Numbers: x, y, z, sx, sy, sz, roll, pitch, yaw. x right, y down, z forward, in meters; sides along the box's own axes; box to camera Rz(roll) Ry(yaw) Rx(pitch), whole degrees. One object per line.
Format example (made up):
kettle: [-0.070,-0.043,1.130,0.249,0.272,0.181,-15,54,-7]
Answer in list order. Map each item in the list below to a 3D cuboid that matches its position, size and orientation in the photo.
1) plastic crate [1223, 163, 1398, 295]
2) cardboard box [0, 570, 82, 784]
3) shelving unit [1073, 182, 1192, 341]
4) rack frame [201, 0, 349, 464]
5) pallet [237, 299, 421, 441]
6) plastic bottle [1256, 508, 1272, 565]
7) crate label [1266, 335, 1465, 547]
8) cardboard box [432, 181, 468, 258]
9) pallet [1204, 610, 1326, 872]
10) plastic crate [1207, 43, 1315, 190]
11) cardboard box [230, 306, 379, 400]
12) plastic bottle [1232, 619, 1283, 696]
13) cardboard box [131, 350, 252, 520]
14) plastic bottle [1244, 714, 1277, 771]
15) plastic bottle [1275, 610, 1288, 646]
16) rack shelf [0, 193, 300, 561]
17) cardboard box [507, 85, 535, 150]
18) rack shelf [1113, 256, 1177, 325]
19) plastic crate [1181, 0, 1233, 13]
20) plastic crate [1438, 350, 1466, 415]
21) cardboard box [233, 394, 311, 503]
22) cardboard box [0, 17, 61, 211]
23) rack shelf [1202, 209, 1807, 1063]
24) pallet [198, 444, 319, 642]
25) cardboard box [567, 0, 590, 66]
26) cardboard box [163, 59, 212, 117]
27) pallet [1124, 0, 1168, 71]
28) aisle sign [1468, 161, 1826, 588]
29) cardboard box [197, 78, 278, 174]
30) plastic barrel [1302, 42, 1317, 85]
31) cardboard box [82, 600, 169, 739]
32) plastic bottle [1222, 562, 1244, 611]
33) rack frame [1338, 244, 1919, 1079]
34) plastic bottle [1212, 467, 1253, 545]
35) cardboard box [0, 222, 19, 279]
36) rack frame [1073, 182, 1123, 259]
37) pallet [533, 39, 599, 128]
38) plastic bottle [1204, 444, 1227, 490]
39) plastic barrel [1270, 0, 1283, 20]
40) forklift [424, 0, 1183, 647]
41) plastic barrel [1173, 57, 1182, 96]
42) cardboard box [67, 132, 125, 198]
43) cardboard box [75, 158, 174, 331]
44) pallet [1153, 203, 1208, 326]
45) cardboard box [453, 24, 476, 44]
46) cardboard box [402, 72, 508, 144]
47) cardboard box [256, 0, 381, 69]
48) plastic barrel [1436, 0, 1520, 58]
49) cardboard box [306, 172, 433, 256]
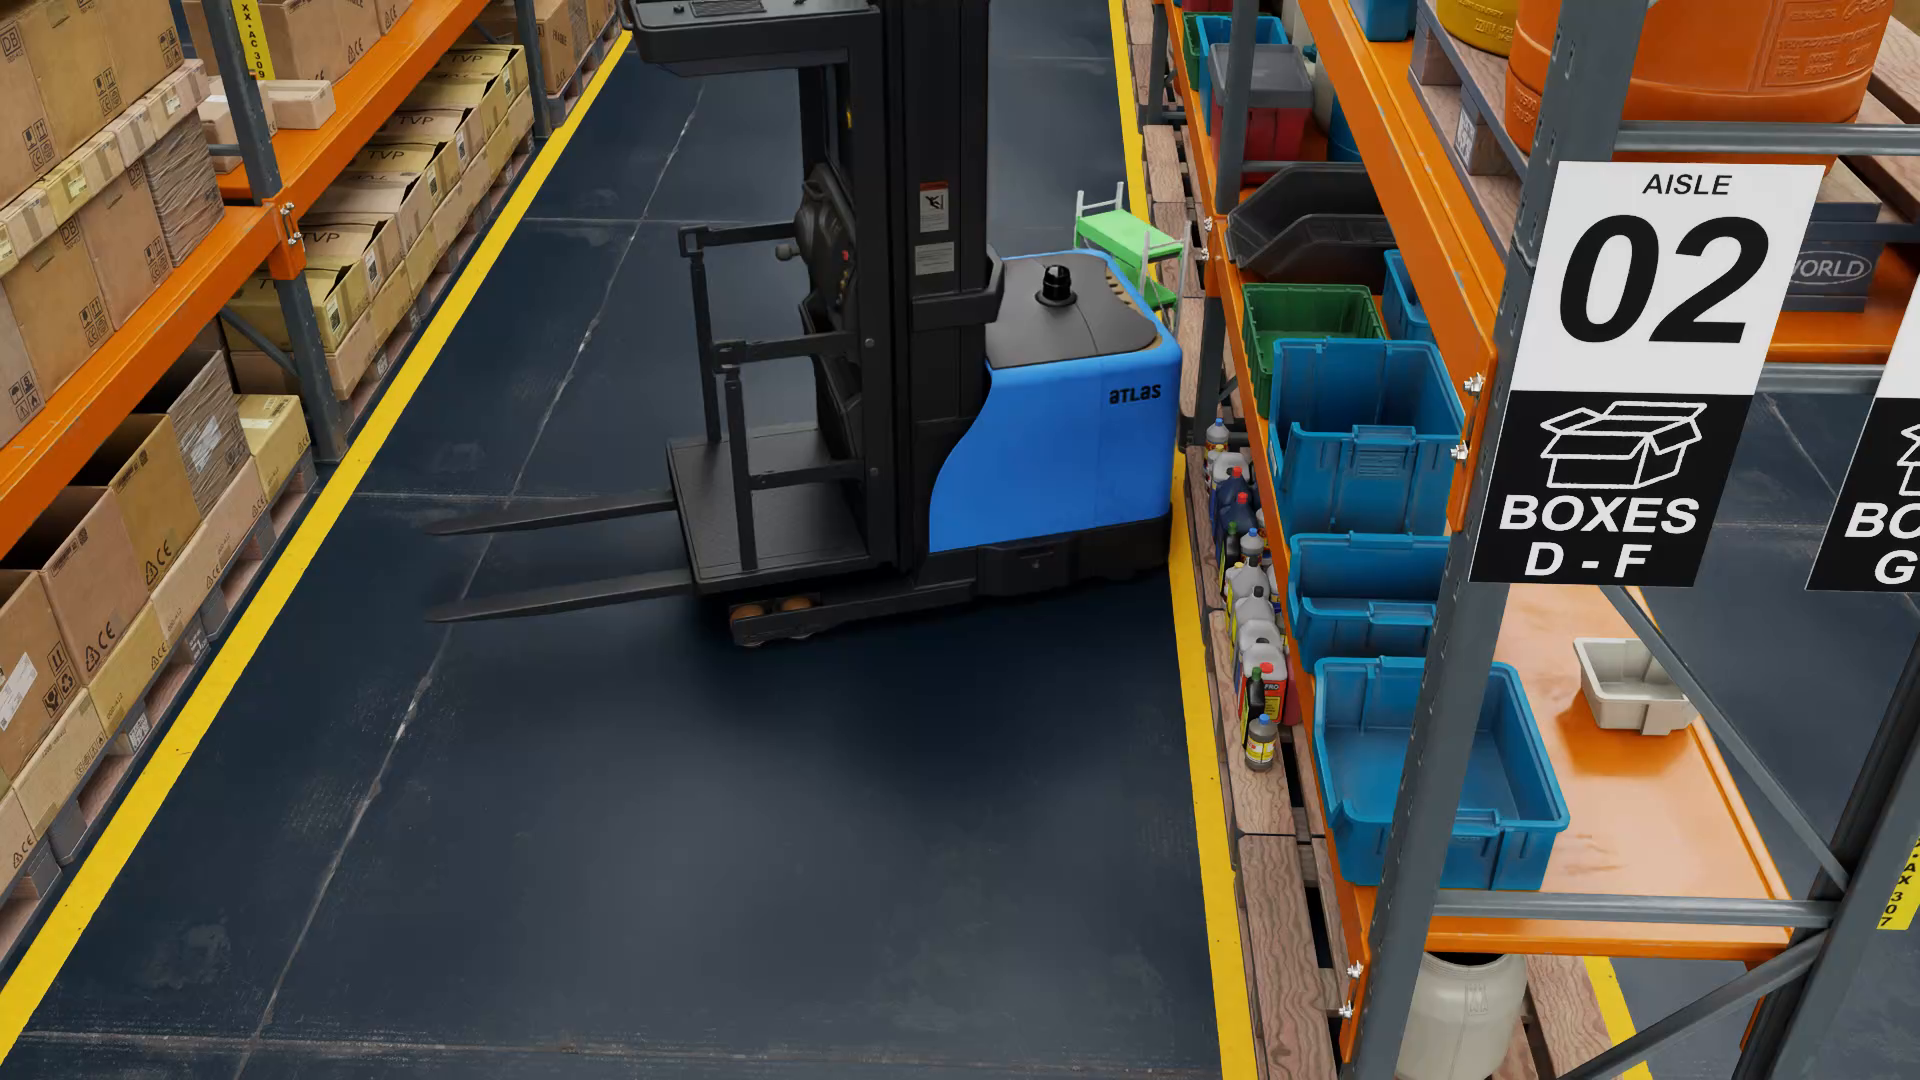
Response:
plastic crate: [1.413,-1.189,6.387,0.767,0.338,0.504,1,35,2]
cardboard box: [-3.279,0.438,5.392,0.500,0.500,0.500,1,35,2]
shelving unit: [0.733,-0.951,7.550,0.258,1.200,0.503,-18,39,-27]
rack frame: [-3.388,-1.629,6.959,1.000,3.000,0.127,1,35,2]
pallet: [-3.397,-0.912,8.365,1.003,0.211,1.213,1,35,2]
plastic bottle: [1.229,-0.036,6.683,0.097,0.271,0.097,0,35,0]
crate label: [1.204,-0.292,5.027,0.502,0.435,0.616,1,35,2]
cardboard box: [-3.063,-1.785,9.208,0.500,0.250,0.500,2,35,3]
pallet: [1.447,0.716,6.047,1.003,0.211,1.213,1,35,2]
plastic crate: [1.275,-1.824,7.181,0.402,0.464,0.583,1,35,2]
cardboard box: [-3.124,-0.902,7.951,0.500,0.250,0.500,1,35,1]
plastic bottle: [1.080,0.431,6.014,0.152,0.276,0.135,0,35,1]
cardboard box: [-3.220,-0.424,6.619,0.500,0.500,0.500,1,35,2]
plastic bottle: [1.037,0.685,5.717,0.097,0.201,0.097,0,35,0]
plastic bottle: [1.205,0.344,6.203,0.097,0.201,0.097,0,35,0]
rack shelf: [-3.468,-0.186,5.531,1.077,0.370,4.000,1,35,2]
cardboard box: [-3.005,-2.666,10.461,0.500,0.250,0.500,2,35,3]
rack shelf: [0.739,-1.097,7.452,0.258,0.148,0.480,-18,39,-27]
plastic crate: [1.351,-2.915,8.734,0.402,0.464,0.583,1,35,2]
plastic crate: [1.749,-0.466,5.533,0.530,0.136,0.437,1,35,2]
cardboard box: [-3.188,-0.404,7.243,0.500,0.250,0.500,1,35,2]
cardboard box: [-3.439,-1.368,5.372,0.700,0.500,0.500,1,35,2]
rack shelf: [1.481,-0.069,5.365,1.077,0.370,4.000,1,35,2]
pallet: [-3.462,-0.032,7.112,1.003,0.211,1.213,1,35,2]
cardboard box: [-2.908,-3.640,11.612,0.500,0.500,0.500,0,35,0]
cardboard box: [-3.185,-1.774,6.515,0.380,0.149,0.250,1,35,2]
pallet: [1.764,-3.823,12.506,1.003,0.211,1.213,1,35,2]
aisle sign: [1.101,-0.243,2.727,0.394,0.787,0.004,1,35,2]
cardboard box: [-3.412,-1.851,7.406,0.500,0.250,0.500,3,35,5]
plastic barrel: [1.768,-2.213,7.910,0.301,0.262,0.301,0,35,0]
cardboard box: [-3.243,0.458,6.016,0.500,0.250,0.500,1,35,2]
plastic bottle: [1.072,0.177,6.440,0.097,0.201,0.097,0,35,0]
rack frame: [1.401,0.786,3.523,1.000,3.000,0.127,1,35,2]
plastic bottle: [1.114,-0.154,6.782,0.144,0.351,0.185,2,35,3]
cardboard box: [-3.245,-0.892,5.259,0.380,0.149,0.250,2,35,3]
rack frame: [0.604,-1.070,7.720,0.240,1.200,0.015,-18,39,-27]
pallet: [-3.159,-3.214,11.640,1.003,0.211,1.213,1,35,2]
plastic bottle: [1.107,-0.316,7.142,0.097,0.201,0.097,0,35,0]
plastic barrel: [1.877,-3.018,8.839,0.421,0.512,0.421,0,35,0]
forklift: [-0.689,-1.111,6.281,3.031,2.935,1.130,-9,36,-12]
plastic barrel: [1.725,-3.376,10.967,0.600,0.830,0.708,1,35,2]
cardboard box: [-3.214,-1.331,5.884,0.380,0.149,0.250,1,35,2]
cardboard box: [-3.414,-1.112,6.136,0.700,0.500,0.500,1,35,1]
pallet: [1.600,-1.526,9.238,1.003,0.211,1.213,1,35,2]
cardboard box: [-3.424,-3.627,11.594,0.500,0.500,0.500,3,35,4]
cardboard box: [-3.016,-2.598,9.876,0.500,0.311,0.500,1,35,1]
cardboard box: [-3.299,-2.701,8.398,0.500,0.500,0.500,1,35,2]
plastic barrel: [1.320,-1.348,3.422,0.600,0.588,0.600,0,35,0]
cardboard box: [-3.077,-1.722,8.630,0.500,0.311,0.500,0,35,0]
